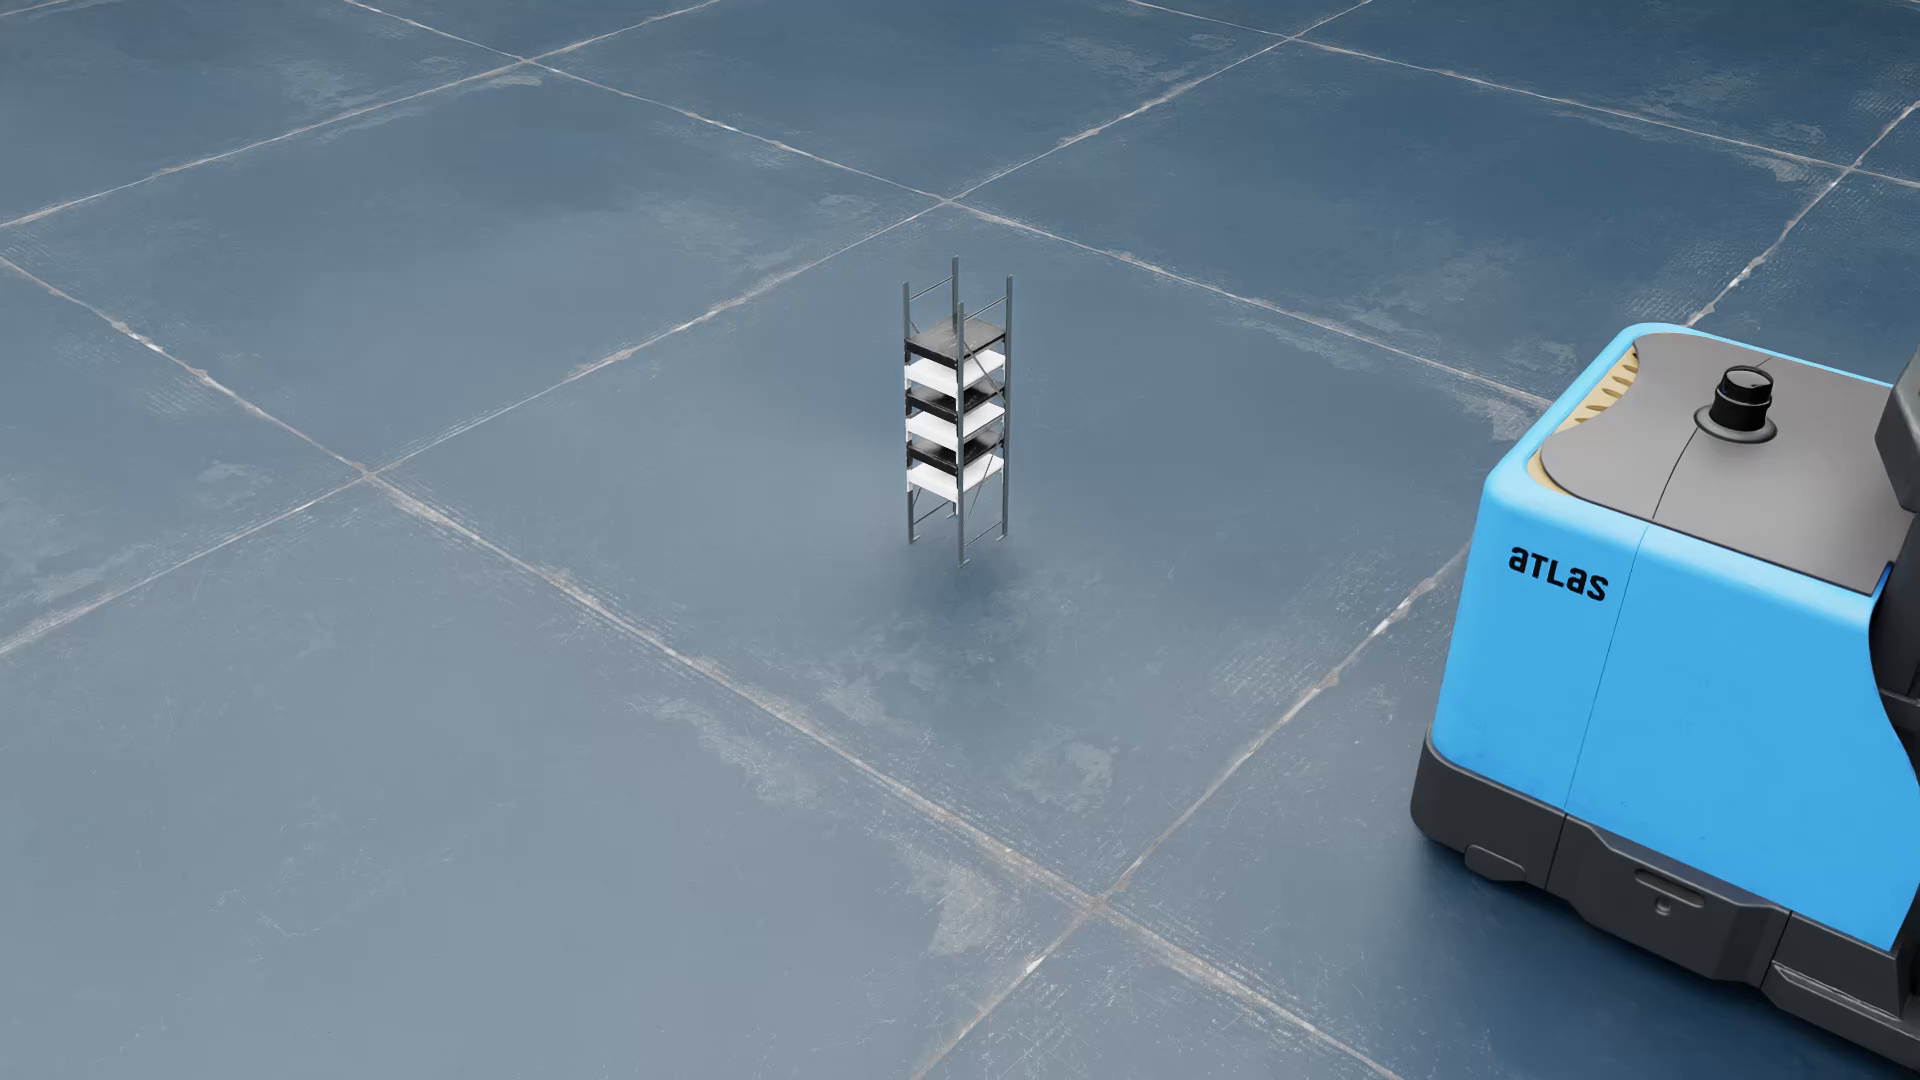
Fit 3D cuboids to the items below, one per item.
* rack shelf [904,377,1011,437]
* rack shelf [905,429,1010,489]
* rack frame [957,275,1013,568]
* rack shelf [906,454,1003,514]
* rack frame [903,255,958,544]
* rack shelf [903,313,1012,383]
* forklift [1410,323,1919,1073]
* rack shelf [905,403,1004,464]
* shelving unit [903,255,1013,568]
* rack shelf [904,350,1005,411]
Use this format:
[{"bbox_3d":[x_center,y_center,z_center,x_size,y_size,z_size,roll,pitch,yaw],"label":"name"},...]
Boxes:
[{"bbox_3d":[-0.006,-0.421,4.967,0.200,0.077,0.258,25,42,32],"label":"rack shelf"},{"bbox_3d":[-0.006,-0.272,5.069,0.200,0.077,0.258,25,42,32],"label":"rack shelf"},{"bbox_3d":[0.072,-0.337,4.946,0.006,0.900,0.240,25,42,32],"label":"rack frame"},{"bbox_3d":[-0.006,-0.198,5.120,0.200,0.077,0.258,25,42,32],"label":"rack shelf"},{"bbox_3d":[-0.084,-0.411,5.053,0.006,0.900,0.240,25,42,32],"label":"rack frame"},{"bbox_3d":[-0.006,-0.569,4.866,0.200,0.077,0.258,25,42,32],"label":"rack shelf"},{"bbox_3d":[2.600,-0.171,2.910,3.031,2.935,1.130,23,41,30],"label":"forklift"},{"bbox_3d":[-0.006,-0.346,5.018,0.200,0.077,0.258,25,42,32],"label":"rack shelf"},{"bbox_3d":[-0.006,-0.374,5.000,0.210,0.900,0.258,25,42,32],"label":"shelving unit"},{"bbox_3d":[-0.006,-0.495,4.917,0.200,0.077,0.258,25,42,32],"label":"rack shelf"}]
